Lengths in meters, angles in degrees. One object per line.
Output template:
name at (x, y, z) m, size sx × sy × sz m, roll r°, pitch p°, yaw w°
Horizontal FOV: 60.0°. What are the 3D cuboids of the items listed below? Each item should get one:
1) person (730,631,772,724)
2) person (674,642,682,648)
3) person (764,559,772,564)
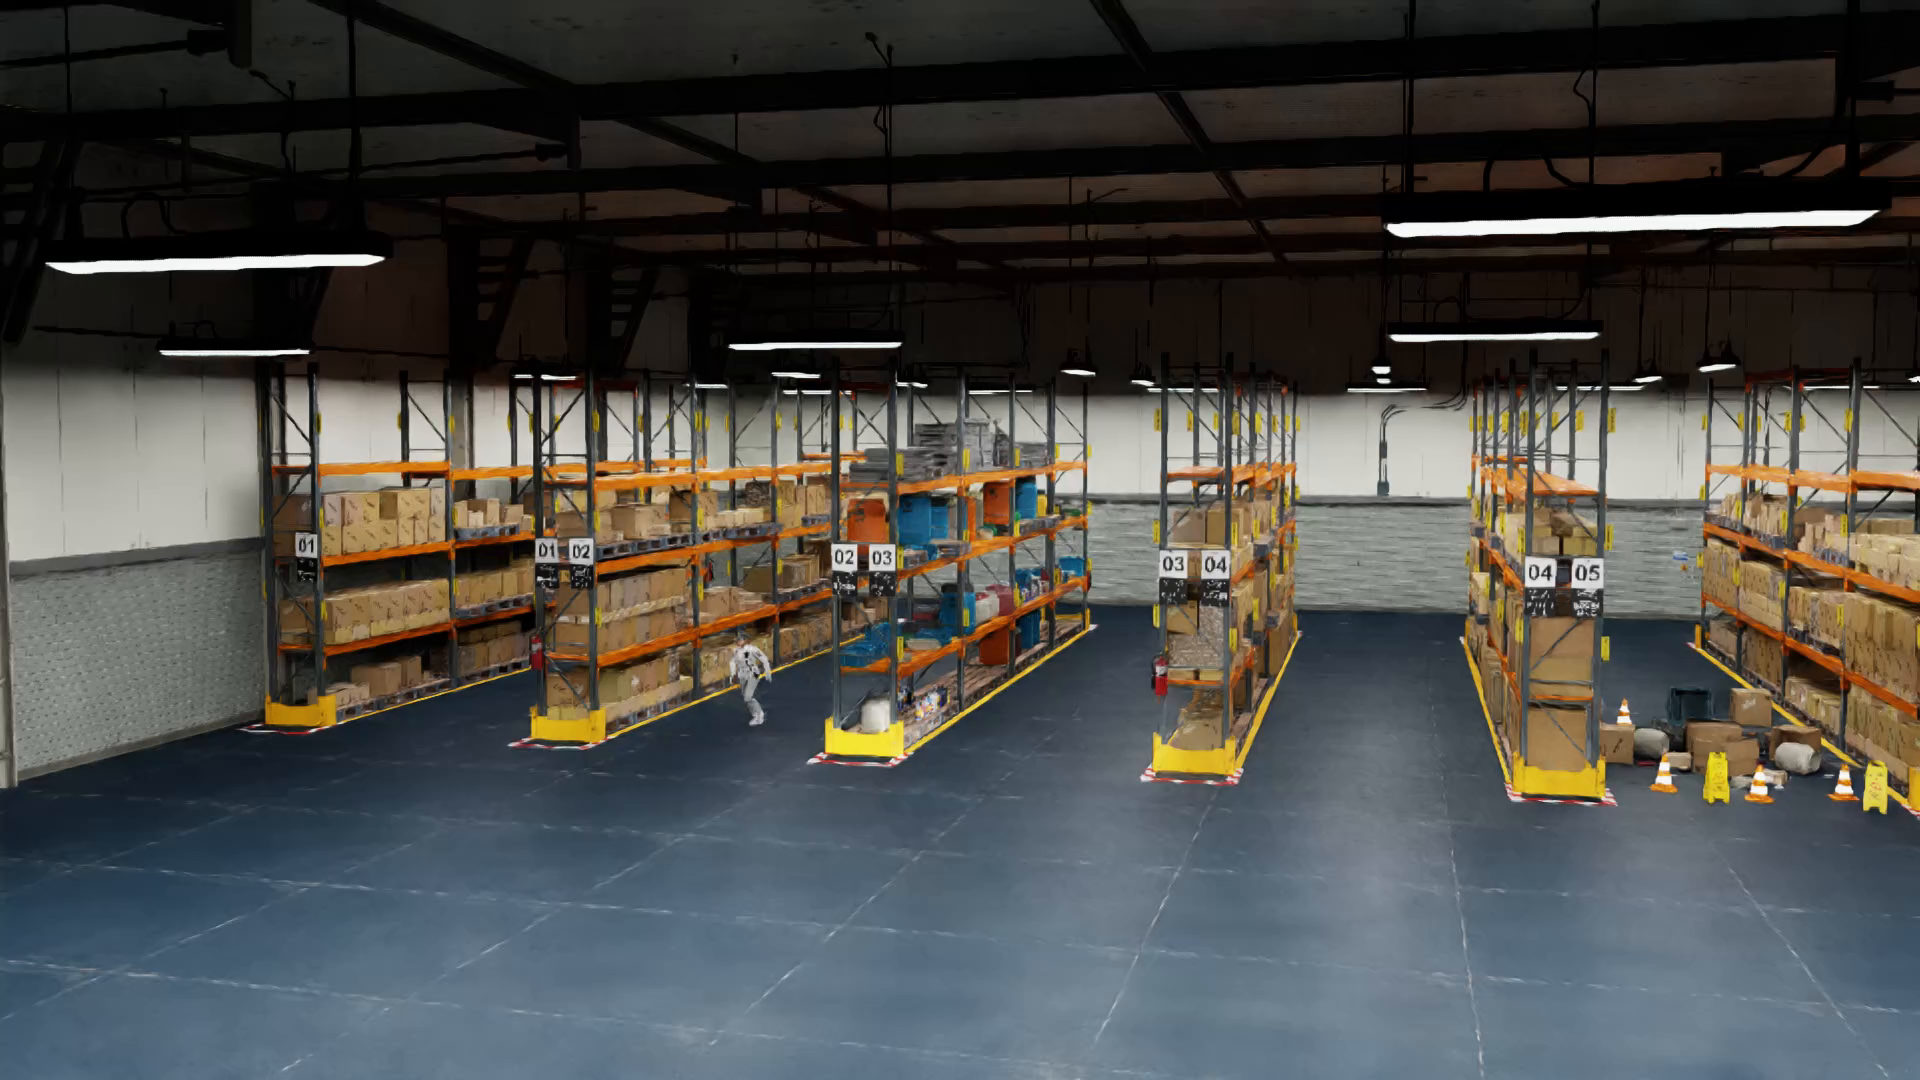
person at (-3.478, 2.275, 27.512) m, size 0.668 × 1.608 × 0.641 m, roll 3°, pitch 5°, yaw 35°
person at (-5.902, 1.766, 33.801) m, size 0.733 × 1.709 × 0.930 m, roll 1°, pitch 4°, yaw 11°
person at (-4.628, 1.288, 40.695) m, size 0.497 × 1.676 × 0.639 m, roll 0°, pitch 4°, yaw -3°
